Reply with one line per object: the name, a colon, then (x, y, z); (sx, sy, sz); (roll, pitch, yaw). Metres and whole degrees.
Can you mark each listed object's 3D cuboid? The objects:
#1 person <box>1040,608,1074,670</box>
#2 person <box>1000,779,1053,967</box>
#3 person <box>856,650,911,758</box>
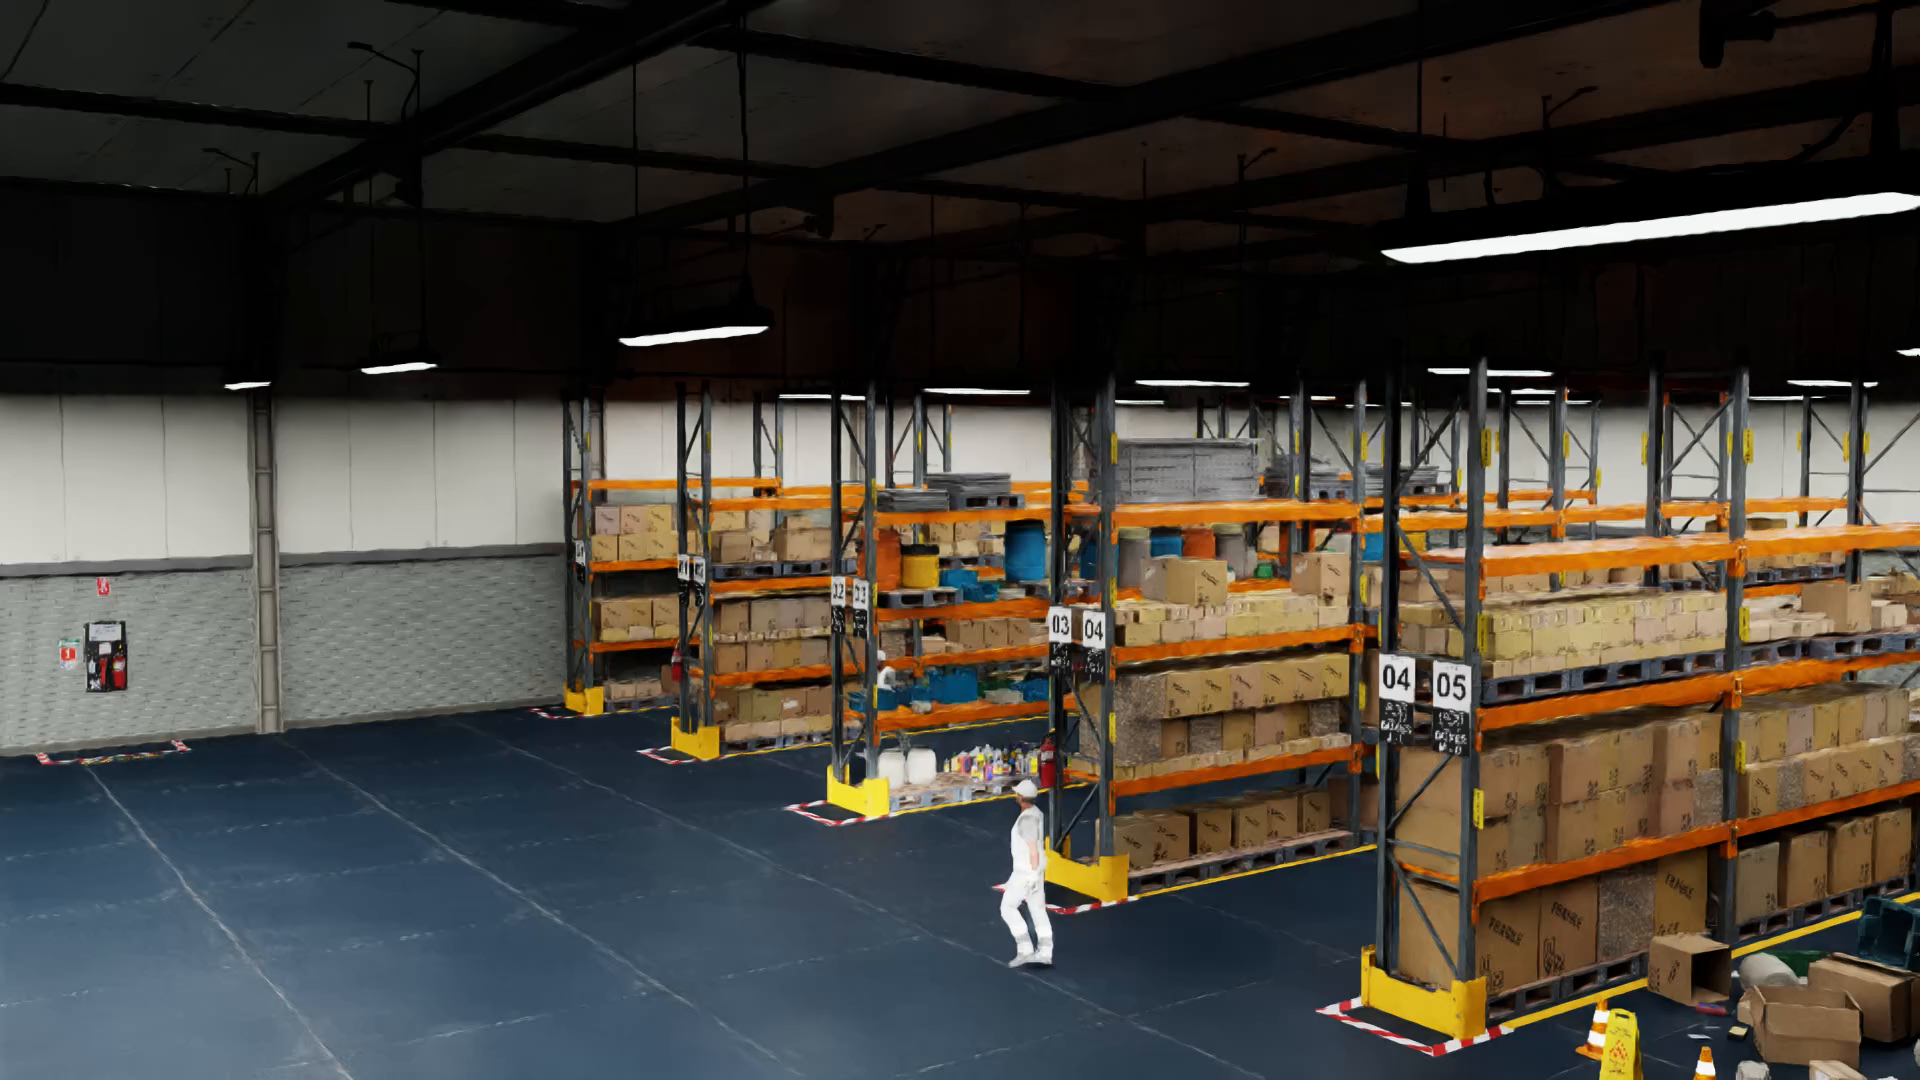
person: (1.986, 2.062, 35.015); (1.043, 1.716, 0.583); (-3, 5, -36)
person: (0.669, 3.223, 16.167); (0.490, 1.771, 0.640); (1, 4, 18)
person: (-1.252, 2.594, 26.551); (1.122, 1.706, 0.566); (-2, 4, -32)
